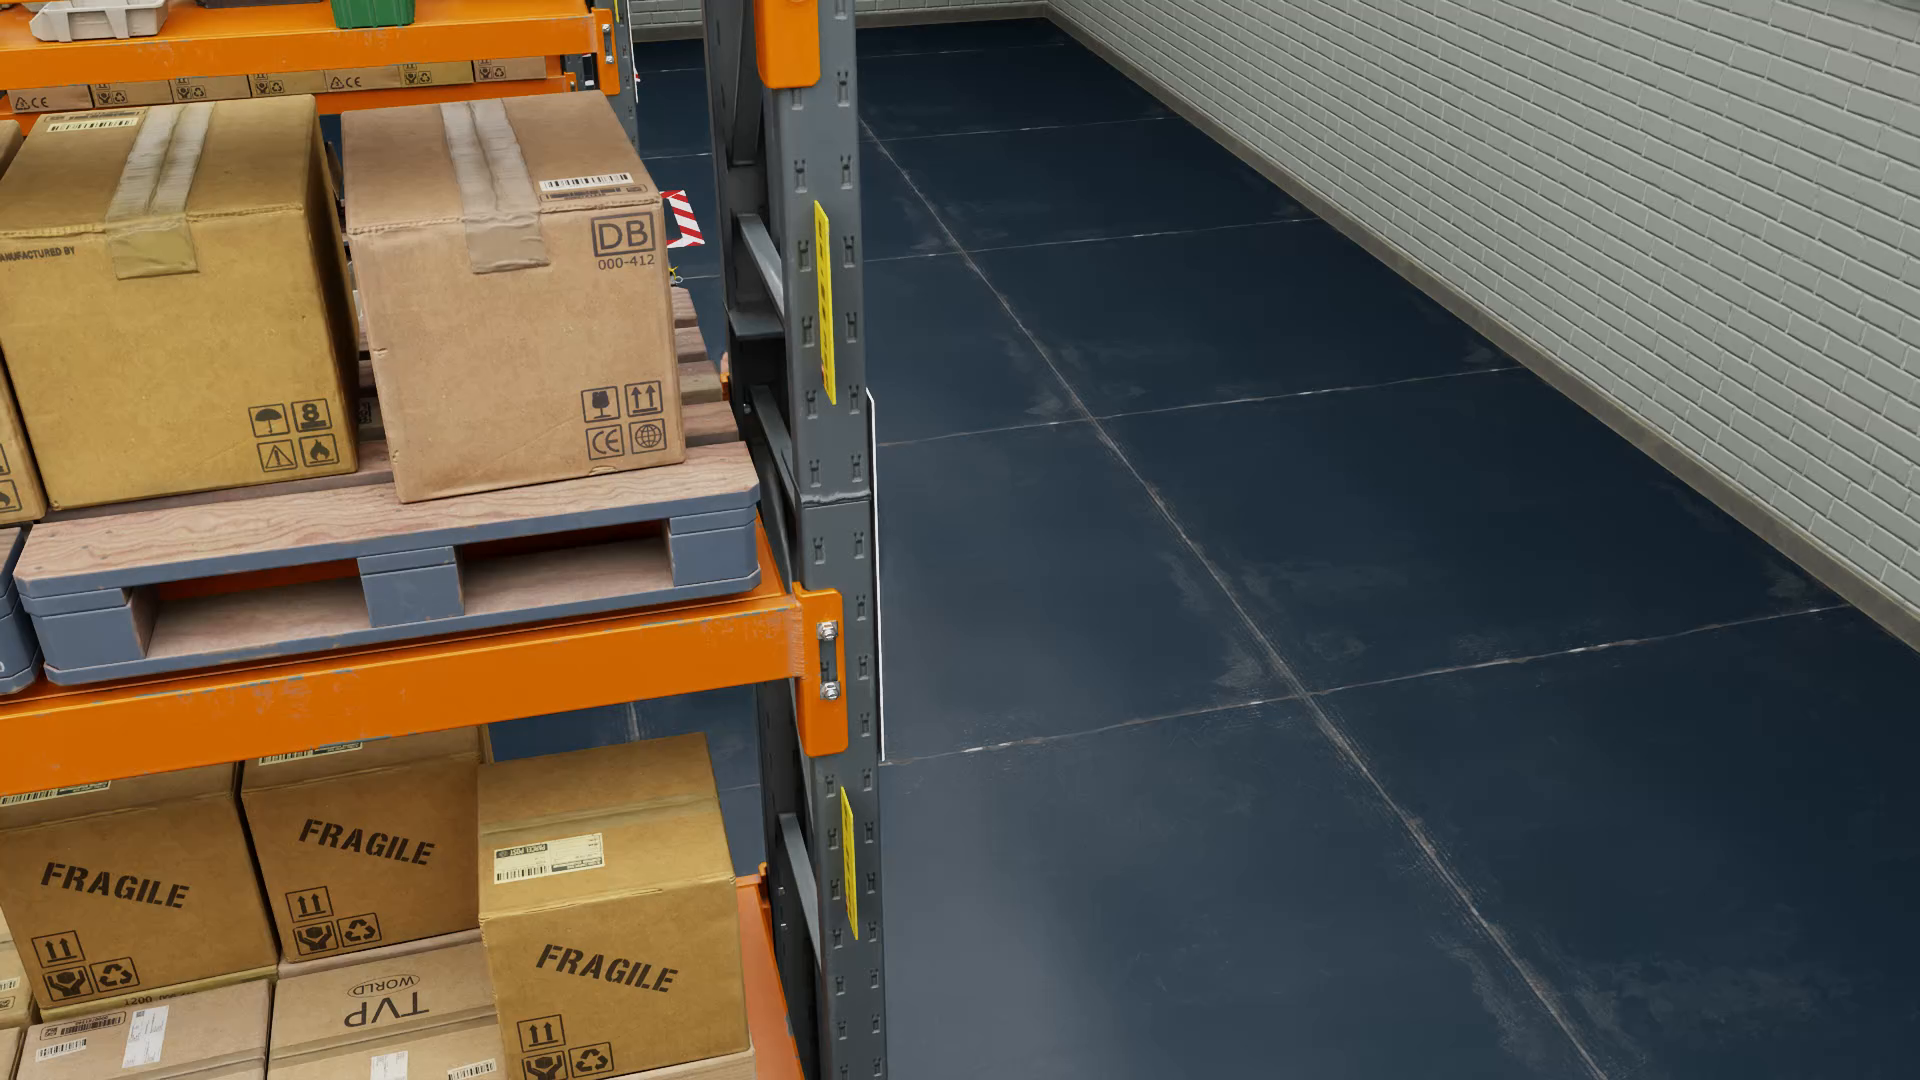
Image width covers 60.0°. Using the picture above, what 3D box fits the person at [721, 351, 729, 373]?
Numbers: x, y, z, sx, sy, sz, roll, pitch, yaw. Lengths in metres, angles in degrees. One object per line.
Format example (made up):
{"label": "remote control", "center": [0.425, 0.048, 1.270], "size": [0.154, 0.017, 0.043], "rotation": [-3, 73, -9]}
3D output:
{"label": "person", "center": [-0.724, -0.156, 7.512], "size": [0.614, 1.640, 0.472], "rotation": [-8, 31, -14]}
